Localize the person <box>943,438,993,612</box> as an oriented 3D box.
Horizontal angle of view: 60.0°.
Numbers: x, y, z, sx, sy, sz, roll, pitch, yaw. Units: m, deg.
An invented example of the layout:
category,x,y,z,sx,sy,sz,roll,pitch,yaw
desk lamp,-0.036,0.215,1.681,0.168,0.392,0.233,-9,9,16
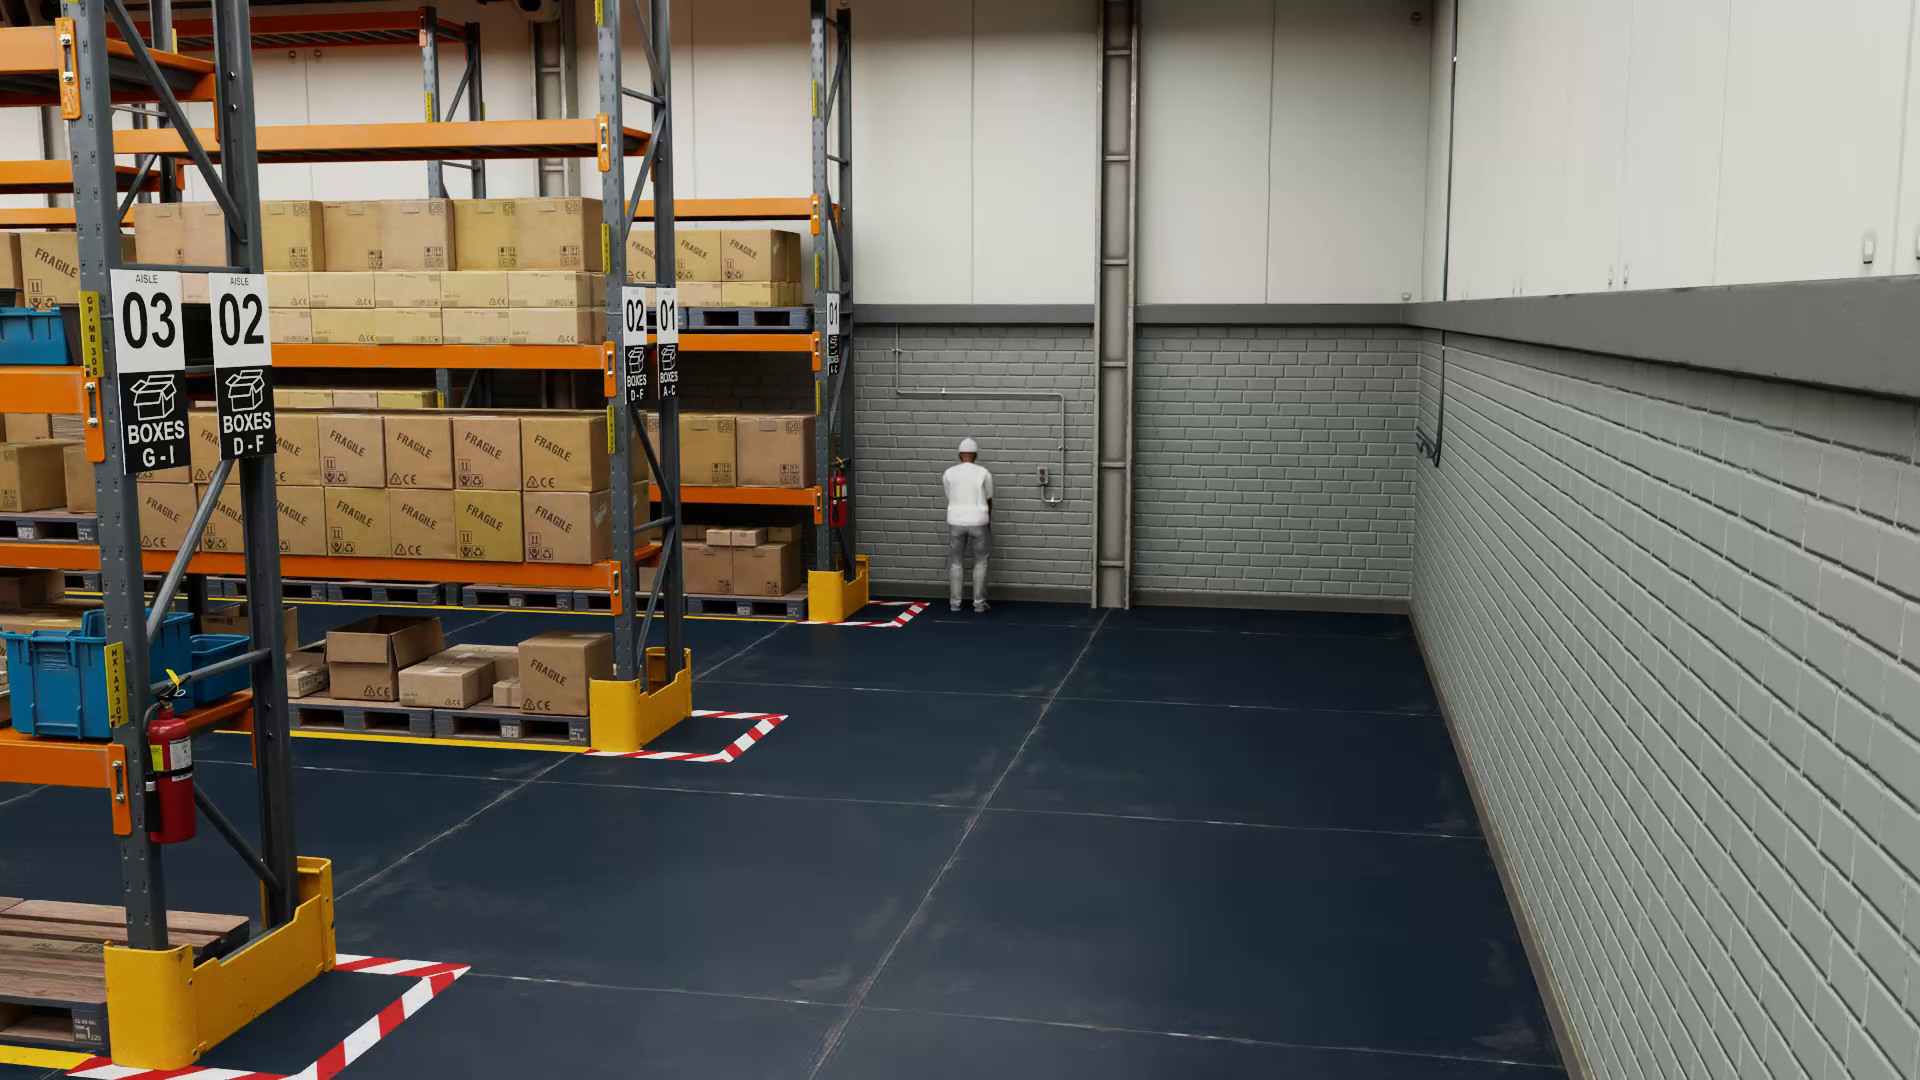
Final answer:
category,x,y,z,sx,sy,sz,roll,pitch,yaw
person,0.090,-0.163,16.952,0.505,1.750,0.583,1,8,10
